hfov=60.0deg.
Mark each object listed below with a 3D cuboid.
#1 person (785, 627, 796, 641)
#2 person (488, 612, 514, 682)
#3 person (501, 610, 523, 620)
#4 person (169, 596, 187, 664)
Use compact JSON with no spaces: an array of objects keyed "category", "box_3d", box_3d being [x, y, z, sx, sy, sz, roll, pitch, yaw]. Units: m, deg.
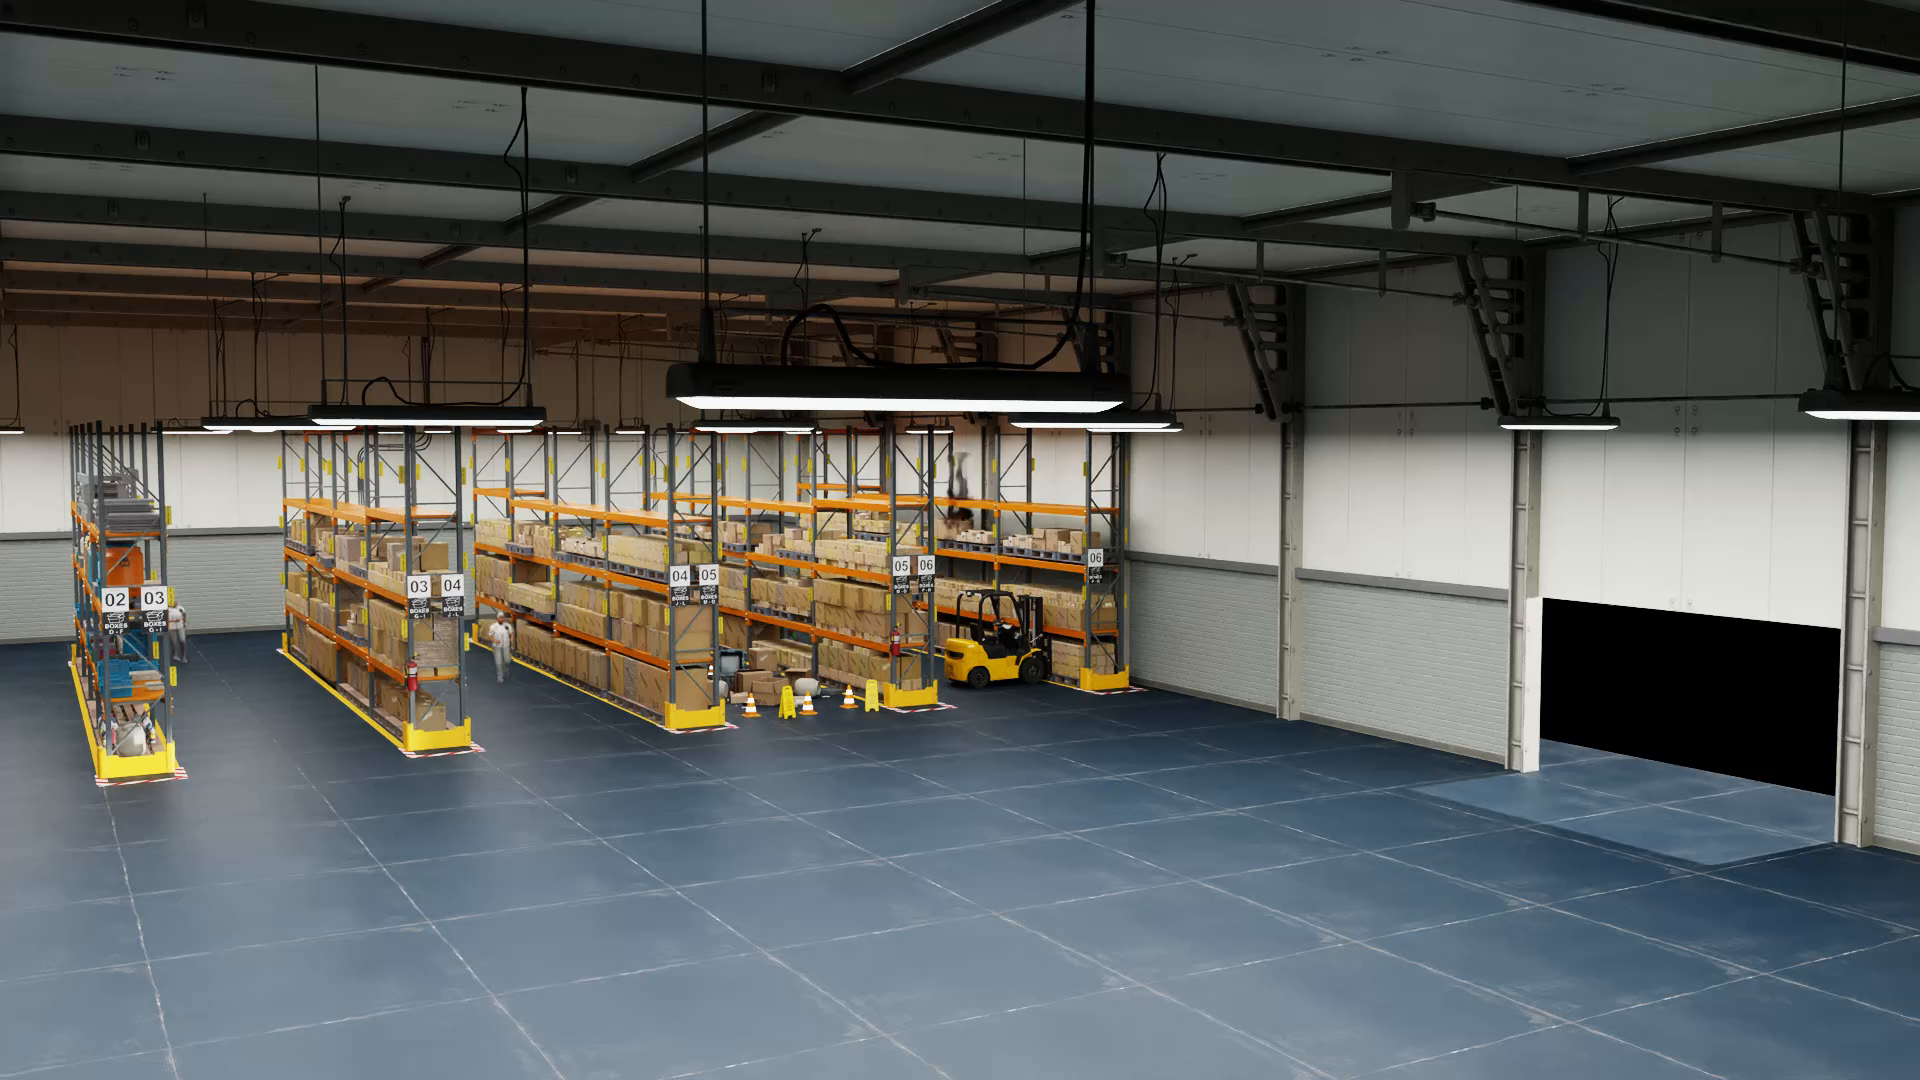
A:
[{"category":"person","box_3d":[-4.846,1.962,46.622,0.643,1.723,0.923,-3,4,-37]},{"category":"person","box_3d":[-10.712,2.510,38.901,0.599,1.628,0.531,-1,4,-22]},{"category":"person","box_3d":[-13.211,1.877,48.664,0.661,1.719,1.091,3,4,37]},{"category":"person","box_3d":[-19.924,2.281,42.249,0.522,1.739,0.736,-2,4,-32]}]
